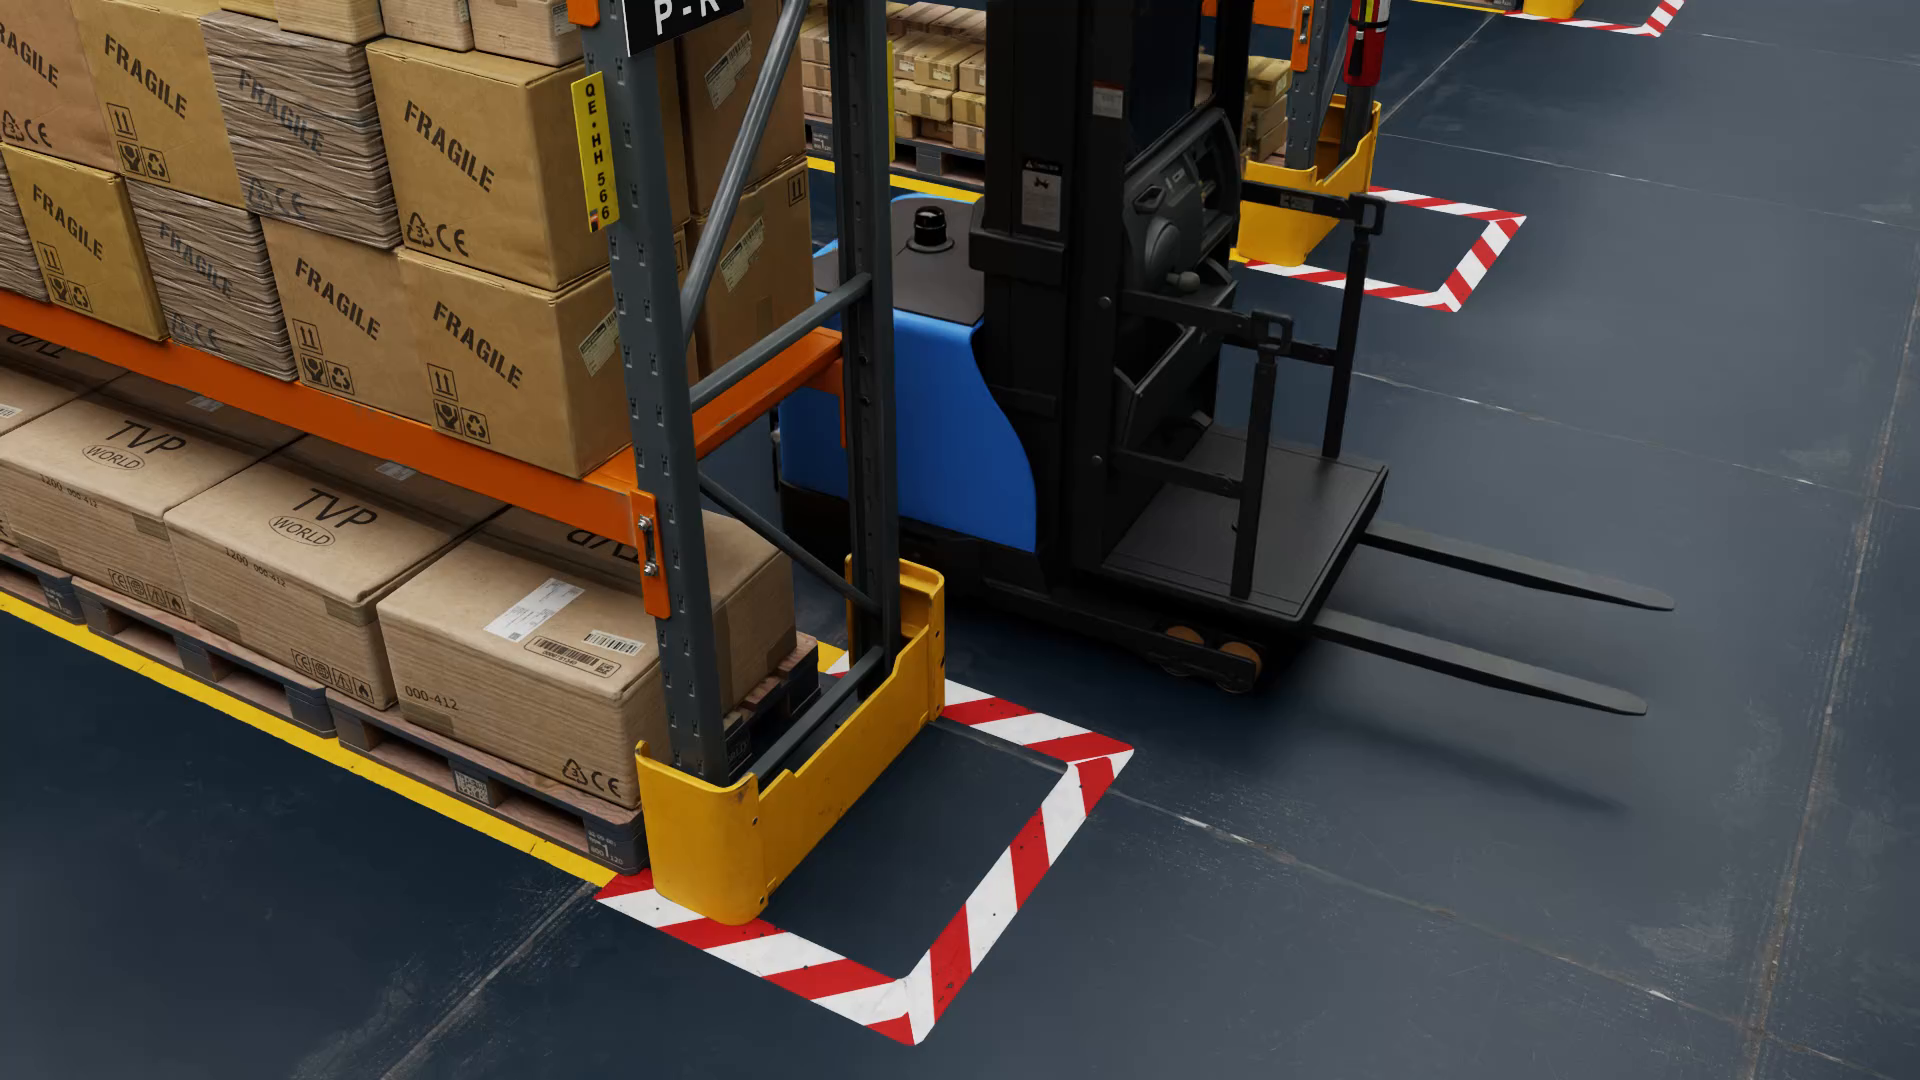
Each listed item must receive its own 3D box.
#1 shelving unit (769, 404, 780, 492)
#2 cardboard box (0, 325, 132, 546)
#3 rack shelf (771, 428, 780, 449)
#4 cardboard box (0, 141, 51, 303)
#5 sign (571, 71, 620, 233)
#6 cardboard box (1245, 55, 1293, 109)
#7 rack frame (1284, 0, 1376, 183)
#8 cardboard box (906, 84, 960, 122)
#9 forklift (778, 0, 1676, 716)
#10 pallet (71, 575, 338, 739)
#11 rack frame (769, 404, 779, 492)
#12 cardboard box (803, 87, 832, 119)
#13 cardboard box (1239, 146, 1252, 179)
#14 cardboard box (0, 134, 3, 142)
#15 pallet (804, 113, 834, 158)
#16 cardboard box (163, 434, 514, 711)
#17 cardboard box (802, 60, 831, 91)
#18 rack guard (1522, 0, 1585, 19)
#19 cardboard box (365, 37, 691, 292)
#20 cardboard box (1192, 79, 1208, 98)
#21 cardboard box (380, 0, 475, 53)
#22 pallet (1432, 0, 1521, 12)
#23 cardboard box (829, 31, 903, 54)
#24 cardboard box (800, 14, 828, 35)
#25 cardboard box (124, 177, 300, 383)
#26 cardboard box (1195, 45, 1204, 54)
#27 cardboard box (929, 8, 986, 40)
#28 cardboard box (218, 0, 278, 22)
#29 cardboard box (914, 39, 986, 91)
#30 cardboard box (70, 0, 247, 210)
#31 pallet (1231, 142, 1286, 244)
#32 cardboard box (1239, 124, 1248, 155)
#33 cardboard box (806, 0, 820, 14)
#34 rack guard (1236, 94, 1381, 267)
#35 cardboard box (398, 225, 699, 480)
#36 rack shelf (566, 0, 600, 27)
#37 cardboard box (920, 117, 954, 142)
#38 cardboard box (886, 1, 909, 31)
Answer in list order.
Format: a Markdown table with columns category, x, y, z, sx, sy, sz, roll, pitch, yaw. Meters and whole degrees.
| category | x | y | z | sx | sy | sz | roll | pitch | yaw |
| --- | --- | --- | --- | --- | --- | --- | --- | --- | --- |
| shelving unit | -0.579 | -0.595 | 6.331 | 0.210 | 0.900 | 0.258 | 16 | 37 | 22 |
| cardboard box | -3.466 | -0.478 | 6.194 | 0.875 | 0.438 | 0.875 | 17 | 37 | 24 |
| rack shelf | -0.579 | -0.417 | 6.450 | 0.200 | 0.077 | 0.258 | 16 | 37 | 22 |
| cardboard box | -2.817 | -1.100 | 5.106 | 0.500 | 0.500 | 0.500 | 18 | 38 | 25 |
| sign | -0.766 | -0.817 | 3.512 | 0.005 | 0.325 | 0.100 | 18 | 37 | 24 |
| cardboard box | 1.597 | -2.447 | 8.875 | 0.250 | 0.149 | 0.380 | 16 | 37 | 22 |
| rack frame | 1.884 | -2.904 | 7.904 | 0.127 | 3.000 | 1.000 | 18 | 37 | 24 |
| cardboard box | -0.091 | -2.444 | 9.138 | 0.250 | 0.149 | 0.380 | 18 | 38 | 25 |
| forklift | 0.888 | -1.052 | 5.185 | 3.031 | 2.935 | 1.130 | 16 | 37 | 22 |
| pallet | -2.273 | 0.149 | 5.837 | 1.213 | 0.211 | 1.003 | 18 | 37 | 24 |
| rack frame | -0.670 | -0.621 | 6.370 | 0.006 | 0.900 | 0.240 | 16 | 37 | 22 |
| cardboard box | -0.715 | -2.575 | 9.604 | 0.250 | 0.149 | 0.380 | 17 | 37 | 23 |
| cardboard box | 1.323 | -1.936 | 8.645 | 0.250 | 0.149 | 0.380 | 18 | 38 | 25 |
| cardboard box | -2.790 | -1.516 | 4.828 | 0.500 | 0.500 | 0.500 | 18 | 38 | 25 |
| pallet | -0.989 | -2.675 | 10.077 | 1.213 | 0.211 | 1.003 | 18 | 37 | 24 |
| cardboard box | -1.906 | 0.017 | 5.451 | 0.875 | 0.438 | 0.875 | 19 | 38 | 26 |
| cardboard box | -0.707 | -2.710 | 9.539 | 0.250 | 0.149 | 0.380 | 16 | 37 | 22 |
| rack guard | 4.453 | -4.216 | 12.130 | 0.348 | 0.500 | 1.175 | 18 | 37 | 24 |
| cardboard box | -1.022 | -0.970 | 4.007 | 0.500 | 0.500 | 0.500 | 19 | 38 | 26 |
| cardboard box | 1.109 | -2.260 | 8.594 | 0.250 | 0.149 | 0.380 | 18 | 38 | 25 |
| cardboard box | -1.128 | -1.282 | 3.892 | 0.250 | 0.149 | 0.380 | 18 | 38 | 25 |
| pallet | 3.699 | -4.284 | 12.493 | 1.213 | 0.211 | 1.003 | 18 | 37 | 24 |
| cardboard box | -0.521 | -2.725 | 9.292 | 0.250 | 0.149 | 0.380 | 18 | 38 | 25 |
| cardboard box | -0.939 | -2.895 | 9.548 | 0.250 | 0.149 | 0.380 | 17 | 37 | 24 |
| cardboard box | -1.915 | -0.823 | 4.689 | 0.500 | 0.500 | 0.500 | 19 | 38 | 26 |
| cardboard box | 1.143 | -2.596 | 9.099 | 0.250 | 0.149 | 0.380 | 17 | 37 | 24 |
| cardboard box | 0.018 | -2.944 | 9.621 | 0.250 | 0.149 | 0.380 | 16 | 37 | 23 |
| cardboard box | -1.592 | -1.402 | 4.071 | 0.250 | 0.149 | 0.380 | 18 | 38 | 25 |
| cardboard box | -0.049 | -2.603 | 9.109 | 0.250 | 0.149 | 0.380 | 18 | 38 | 25 |
| cardboard box | -1.918 | -1.237 | 4.409 | 0.500 | 0.500 | 0.500 | 17 | 37 | 24 |
| pallet | 1.130 | -2.004 | 9.070 | 1.213 | 0.211 | 1.003 | 18 | 37 | 24 |
| cardboard box | 1.284 | -2.023 | 8.507 | 0.250 | 0.149 | 0.380 | 17 | 37 | 23 |
| cardboard box | -0.910 | -3.216 | 10.029 | 0.250 | 0.149 | 0.380 | 18 | 38 | 25 |
| rack guard | 1.818 | -1.884 | 8.628 | 0.348 | 0.500 | 1.175 | 18 | 37 | 24 |
| cardboard box | -1.035 | -0.541 | 4.266 | 0.500 | 0.500 | 0.500 | 18 | 38 | 25 |
| rack shelf | -2.221 | -1.993 | 4.479 | 4.000 | 0.370 | 1.077 | 18 | 37 | 24 |
| cardboard box | -0.020 | -2.364 | 9.288 | 0.250 | 0.149 | 0.380 | 19 | 38 | 26 |
| cardboard box | -0.503 | -3.042 | 9.768 | 0.250 | 0.149 | 0.380 | 19 | 38 | 26 |
